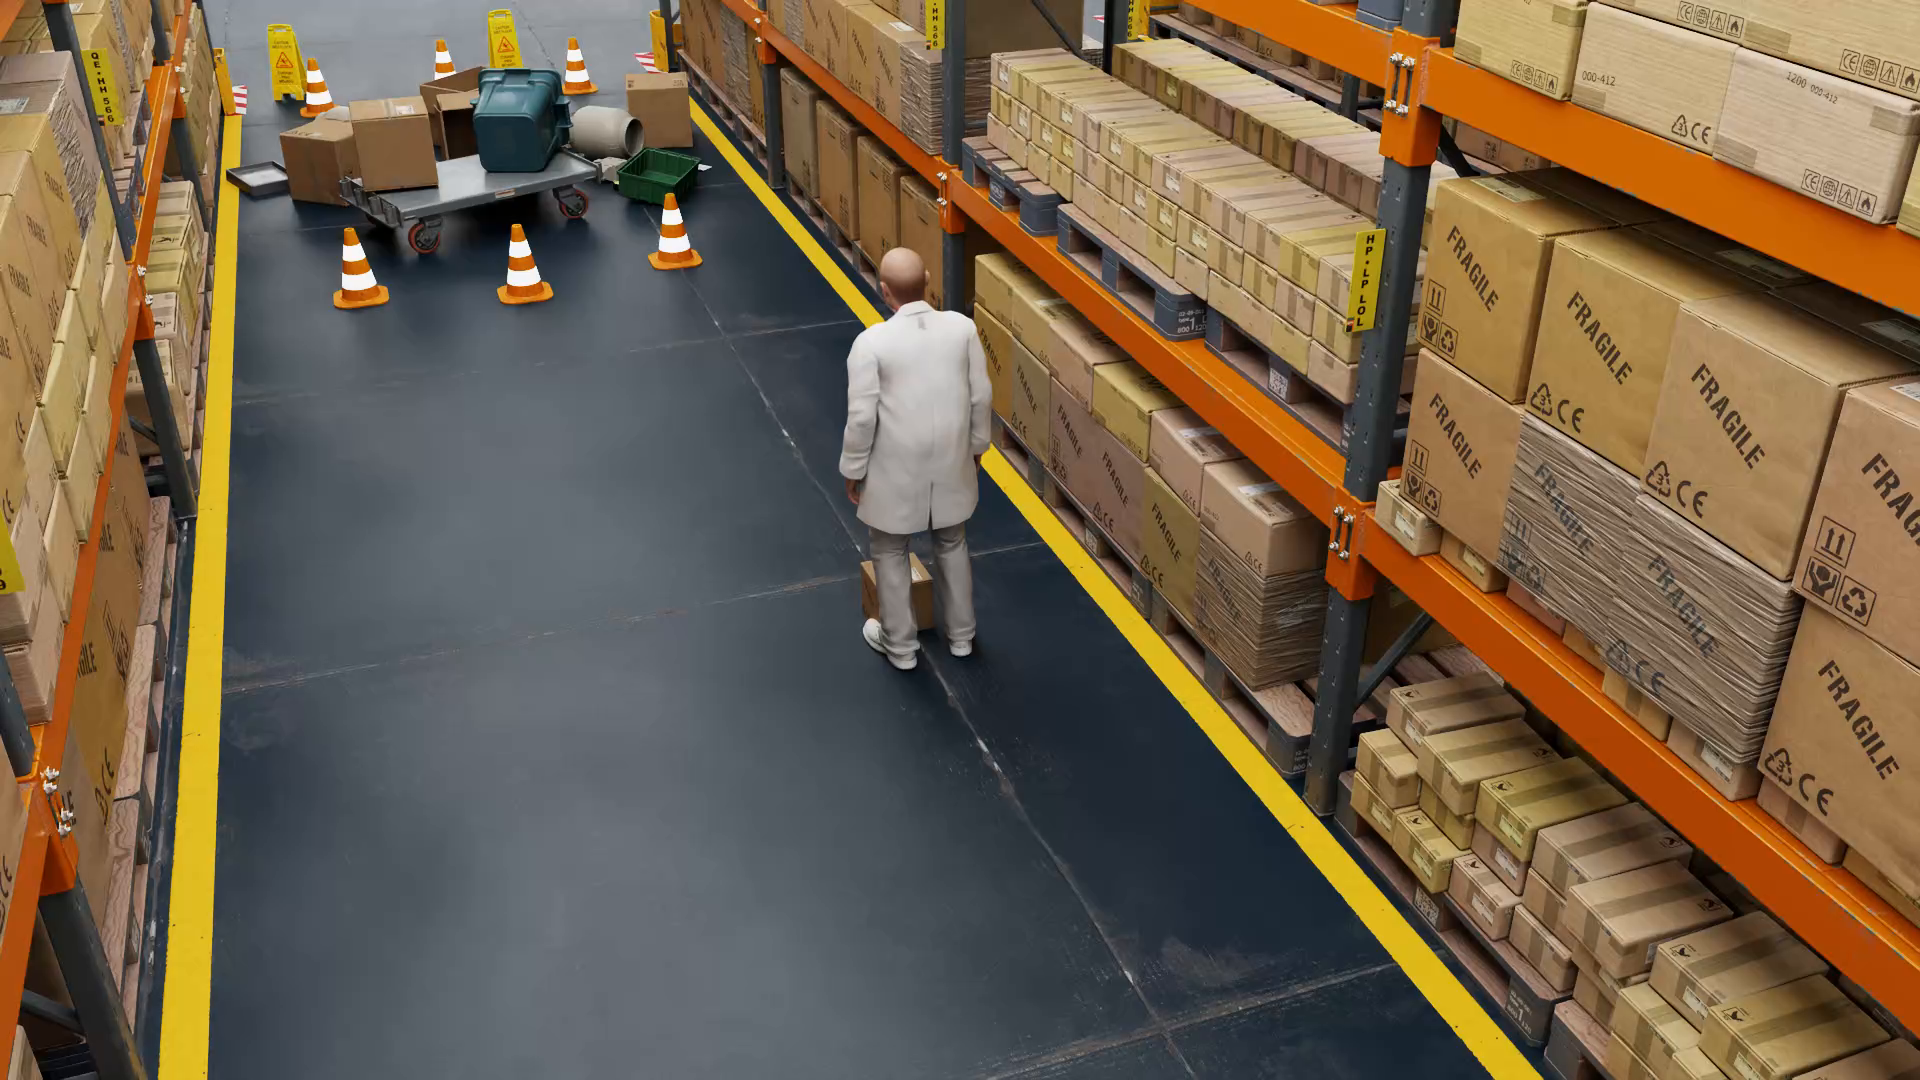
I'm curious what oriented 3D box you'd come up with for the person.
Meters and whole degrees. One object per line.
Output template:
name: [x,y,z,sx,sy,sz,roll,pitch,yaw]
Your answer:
person: [-0.176,-0.312,6.697,0.647,1.773,0.427,-12,31,-20]
